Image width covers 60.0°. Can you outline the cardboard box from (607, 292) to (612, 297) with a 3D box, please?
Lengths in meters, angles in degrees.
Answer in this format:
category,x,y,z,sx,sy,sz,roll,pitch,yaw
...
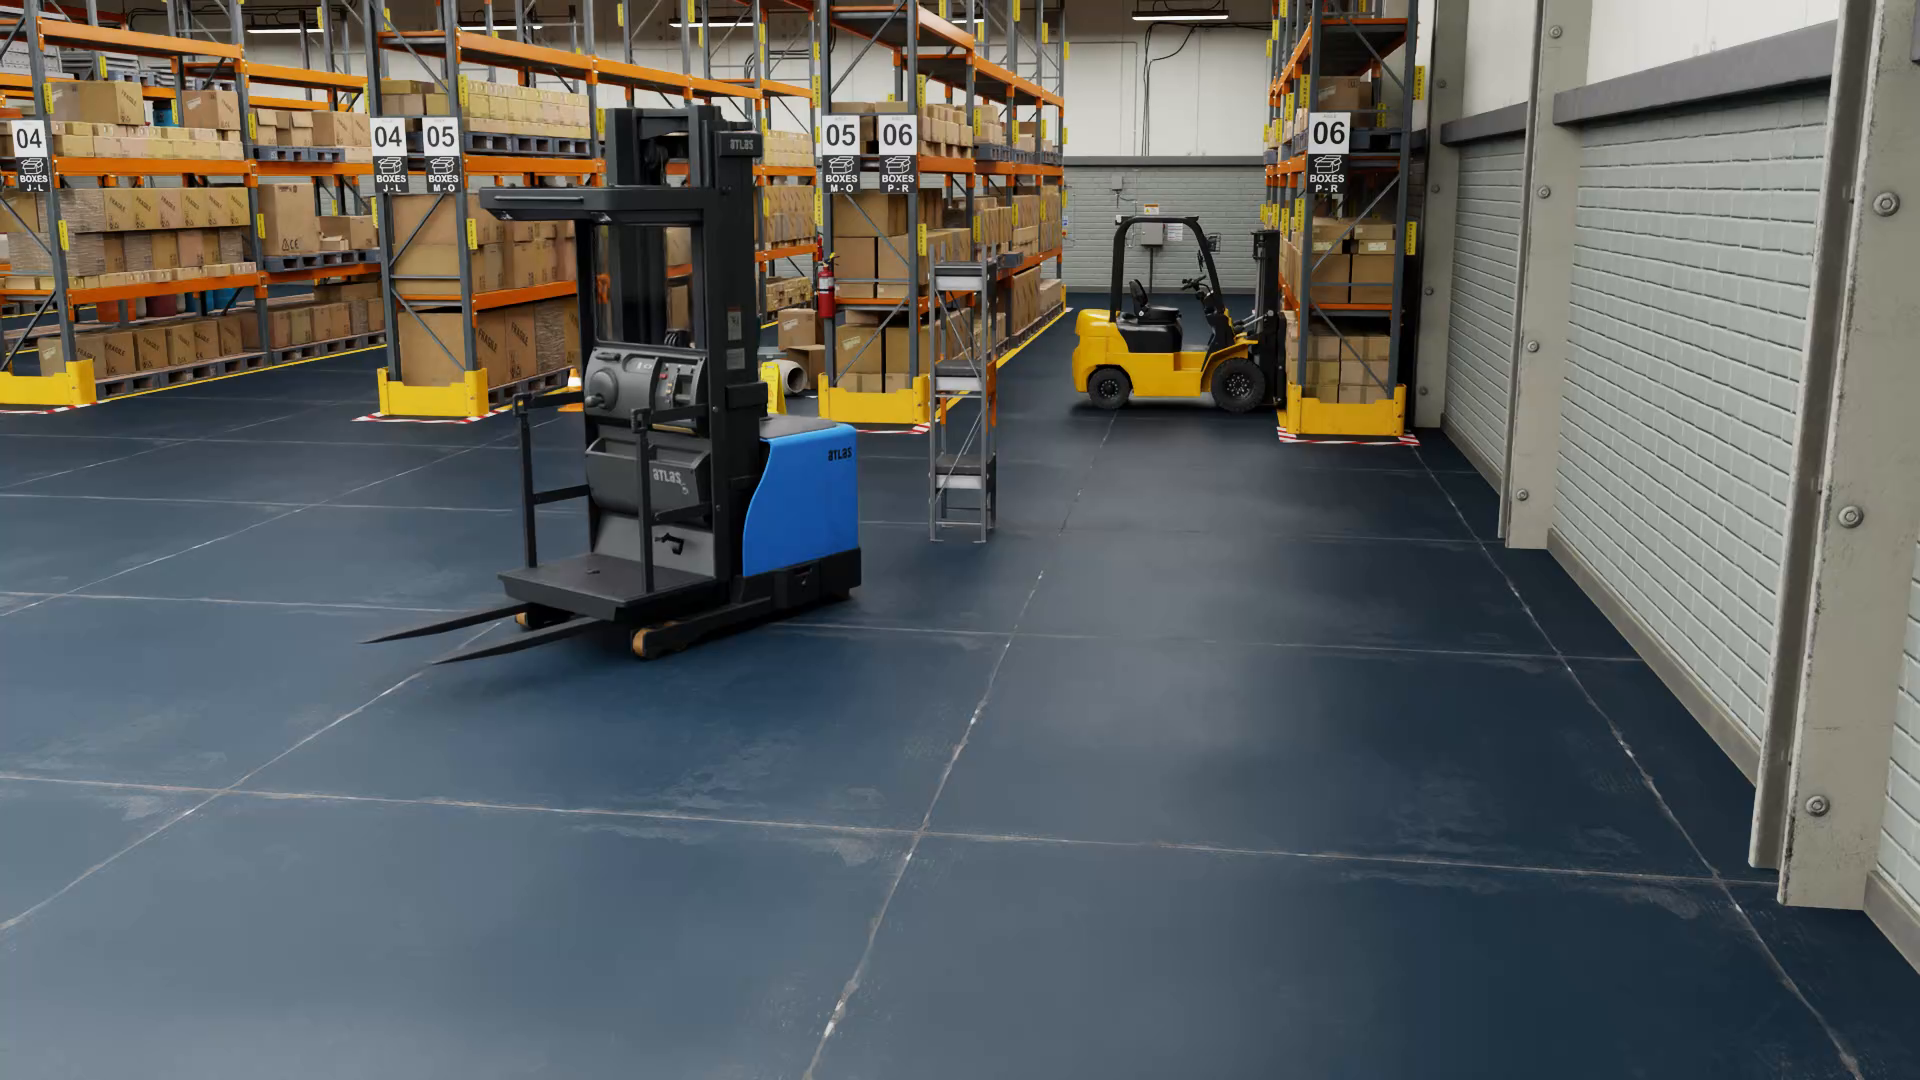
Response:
category,x,y,z,sx,sy,sz,roll,pitch,yaw
cardboard box,-5.072,-3.151,23.838,1.050,0.750,0.750,2,12,9

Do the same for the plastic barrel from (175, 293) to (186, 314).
category,x,y,z,sx,sy,sz,roll,pitch,yaw
plastic barrel,-14.165,-4.335,29.896,0.421,0.512,0.421,0,12,0

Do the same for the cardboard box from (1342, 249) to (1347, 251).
category,x,y,z,sx,sy,sz,roll,pitch,yaw
cardboard box,4.448,-2.938,18.268,0.500,0.500,0.500,2,12,8

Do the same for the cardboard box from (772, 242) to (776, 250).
category,x,y,z,sx,sy,sz,roll,pitch,yaw
cardboard box,-3.631,-5.473,30.867,0.380,0.149,0.250,1,12,6

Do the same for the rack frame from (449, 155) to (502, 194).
category,x,y,z,sx,sy,sz,roll,pitch,yaw
rack frame,-8.886,-5.560,30.672,1.000,3.000,0.127,2,12,9

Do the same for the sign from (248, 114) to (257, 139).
category,x,y,z,sx,sy,sz,roll,pitch,yaw
sign,-9.579,-5.598,22.500,0.100,0.325,0.005,2,12,9

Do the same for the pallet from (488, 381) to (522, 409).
category,x,y,z,sx,sy,sz,roll,pitch,yaw
pallet,-5.800,-1.686,19.315,1.003,0.211,1.213,2,12,9

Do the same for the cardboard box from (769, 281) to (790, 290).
category,x,y,z,sx,sy,sz,roll,pitch,yaw
cardboard box,-3.477,-4.870,31.829,0.380,0.149,0.250,2,12,9

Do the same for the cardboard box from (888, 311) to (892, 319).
category,x,y,z,sx,sy,sz,roll,pitch,yaw
cardboard box,-1.000,-2.646,19.363,0.380,0.149,0.250,2,12,11

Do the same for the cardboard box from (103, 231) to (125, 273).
category,x,y,z,sx,sy,sz,roll,pitch,yaw
cardboard box,-10.661,-3.478,20.067,0.875,0.500,0.500,2,12,9

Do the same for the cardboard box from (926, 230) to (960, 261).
category,x,y,z,sx,sy,sz,roll,pitch,yaw
cardboard box,-0.295,-3.452,19.946,0.500,0.500,0.500,2,12,10

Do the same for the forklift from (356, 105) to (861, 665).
category,x,y,z,sx,sy,sz,roll,pitch,yaw
forklift,-1.913,-0.906,9.242,1.130,2.935,3.031,9,15,37

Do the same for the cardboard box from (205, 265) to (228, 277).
category,x,y,z,sx,sy,sz,roll,pitch,yaw
cardboard box,-9.933,-3.560,21.988,0.380,0.149,0.250,2,12,9

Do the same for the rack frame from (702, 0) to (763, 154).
category,x,y,z,sx,sy,sz,roll,pitch,yaw
rack frame,-4.001,-8.311,29.197,1.000,3.000,0.127,2,12,9

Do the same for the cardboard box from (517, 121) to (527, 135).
category,x,y,z,sx,sy,sz,roll,pitch,yaw
cardboard box,-5.283,-4.801,19.395,0.380,0.149,0.250,2,12,8

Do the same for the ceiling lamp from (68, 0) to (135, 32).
category,x,y,z,sx,sy,sz,roll,pitch,yaw
ceiling lamp,-20.046,-13.137,37.736,2.000,3.185,0.800,2,12,9

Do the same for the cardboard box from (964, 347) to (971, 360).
category,x,y,z,sx,sy,sz,roll,pitch,yaw
cardboard box,-0.150,-2.303,21.089,0.500,0.250,0.500,2,12,11

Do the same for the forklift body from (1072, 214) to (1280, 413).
category,x,y,z,sx,sy,sz,roll,pitch,yaw
forklift body,2.455,-2.620,19.044,2.313,2.155,1.214,2,12,9

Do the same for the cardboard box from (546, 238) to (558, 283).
category,x,y,z,sx,sy,sz,roll,pitch,yaw
cardboard box,-5.537,-3.485,20.689,0.875,0.550,0.550,2,12,9

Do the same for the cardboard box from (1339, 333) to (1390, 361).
category,x,y,z,sx,sy,sz,roll,pitch,yaw
cardboard box,4.227,-2.025,17.424,0.500,0.250,0.500,2,12,8

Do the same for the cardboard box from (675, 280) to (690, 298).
category,x,y,z,sx,sy,sz,roll,pitch,yaw
cardboard box,-4.270,-4.031,26.735,0.500,0.250,0.500,1,12,6

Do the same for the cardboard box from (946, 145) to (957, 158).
category,x,y,z,sx,sy,sz,roll,pitch,yaw
cardboard box,-0.244,-4.628,19.822,0.380,0.149,0.250,2,12,10

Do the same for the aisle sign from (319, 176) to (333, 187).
category,x,y,z,sx,sy,sz,roll,pitch,yaw
aisle sign,-13.447,-7.848,35.121,0.394,0.787,0.004,2,12,9

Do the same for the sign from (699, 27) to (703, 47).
category,x,y,z,sx,sy,sz,roll,pitch,yaw
sign,-4.534,-8.827,29.189,0.100,0.325,0.005,2,12,9

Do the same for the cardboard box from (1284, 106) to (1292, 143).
category,x,y,z,sx,sy,sz,roll,pitch,yaw
cardboard box,4.865,-5.764,23.029,0.700,0.500,0.500,2,12,8

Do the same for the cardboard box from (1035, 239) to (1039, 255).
category,x,y,z,sx,sy,sz,roll,pitch,yaw
cardboard box,1.086,-5.064,28.727,0.500,0.250,0.500,2,12,7

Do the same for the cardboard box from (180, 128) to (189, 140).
category,x,y,z,sx,sy,sz,roll,pitch,yaw
cardboard box,-10.095,-5.188,21.237,0.380,0.149,0.250,2,12,11

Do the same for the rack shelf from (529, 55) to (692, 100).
category,x,y,z,sx,sy,sz,roll,pitch,yaw
rack shelf,-4.923,-6.515,23.519,1.077,0.370,4.000,2,12,9

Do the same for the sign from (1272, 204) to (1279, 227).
category,x,y,z,sx,sy,sz,roll,pitch,yaw
sign,4.658,-4.789,24.534,0.100,0.325,0.005,2,12,9

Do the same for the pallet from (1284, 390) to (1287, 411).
category,x,y,z,sx,sy,sz,roll,pitch,yaw
pallet,4.232,-1.631,19.062,1.003,0.211,1.213,2,12,9

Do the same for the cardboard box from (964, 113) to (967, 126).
category,x,y,z,sx,sy,sz,roll,pitch,yaw
cardboard box,-0.121,-5.177,20.479,0.380,0.149,0.250,2,12,7

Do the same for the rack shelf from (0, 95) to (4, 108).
category,x,y,z,sx,sy,sz,roll,pitch,yaw
rack shelf,-18.981,-7.851,29.719,1.077,0.370,4.000,2,12,9

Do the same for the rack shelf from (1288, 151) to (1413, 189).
category,x,y,z,sx,sy,sz,roll,pitch,yaw
rack shelf,4.273,-4.112,18.540,1.077,0.370,4.000,2,12,9

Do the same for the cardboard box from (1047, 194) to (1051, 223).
category,x,y,z,sx,sy,sz,roll,pitch,yaw
cardboard box,1.392,-6.079,30.470,0.500,0.500,0.500,2,12,10

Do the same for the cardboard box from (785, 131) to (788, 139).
category,x,y,z,sx,sy,sz,roll,pitch,yaw
cardboard box,-3.440,-7.590,31.195,0.380,0.149,0.250,2,12,7

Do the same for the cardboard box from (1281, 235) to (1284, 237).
category,x,y,z,sx,sy,sz,roll,pitch,yaw
cardboard box,4.546,-4.182,22.503,0.380,0.149,0.250,2,12,7

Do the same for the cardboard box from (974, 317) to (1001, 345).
category,x,y,z,sx,sy,sz,roll,pitch,yaw
cardboard box,0.089,-3.056,24.293,0.950,0.372,0.625,2,12,8

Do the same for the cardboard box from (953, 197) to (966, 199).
category,x,y,z,sx,sy,sz,roll,pitch,yaw
cardboard box,0.112,-5.060,25.741,0.500,0.500,0.500,2,12,7

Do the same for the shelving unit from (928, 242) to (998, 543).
category,x,y,z,sx,sy,sz,roll,pitch,yaw
shelving unit,0.025,-1.061,11.932,0.431,2.100,0.503,2,12,9

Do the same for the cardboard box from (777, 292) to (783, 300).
category,x,y,z,sx,sy,sz,roll,pitch,yaw
cardboard box,-3.567,-4.620,31.377,0.380,0.149,0.250,2,12,11

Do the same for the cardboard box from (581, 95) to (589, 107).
category,x,y,z,sx,sy,sz,roll,pitch,yaw
cardboard box,-4.972,-5.614,21.272,0.380,0.149,0.250,2,12,8

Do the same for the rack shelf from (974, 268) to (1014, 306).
category,x,y,z,sx,sy,sz,roll,pitch,yaw
rack shelf,-0.017,-3.638,23.462,1.077,0.370,4.000,2,12,9

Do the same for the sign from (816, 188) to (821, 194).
category,x,y,z,sx,sy,sz,roll,pitch,yaw
sign,-2.840,-6.909,33.434,0.100,0.325,0.005,2,12,9

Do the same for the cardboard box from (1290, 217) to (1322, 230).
category,x,y,z,sx,sy,sz,roll,pitch,yaw
cardboard box,4.239,-3.868,20.338,0.380,0.149,0.250,2,12,10

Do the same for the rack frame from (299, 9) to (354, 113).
category,x,y,z,sx,sy,sz,roll,pitch,yaw
rack frame,-13.165,-9.486,34.648,1.000,3.000,0.127,2,12,9

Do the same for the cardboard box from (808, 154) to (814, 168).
category,x,y,z,sx,sy,sz,roll,pitch,yaw
cardboard box,-3.194,-7.501,32.913,0.500,0.250,0.500,2,12,7

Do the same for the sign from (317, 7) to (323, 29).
category,x,y,z,sx,sy,sz,roll,pitch,yaw
sign,-10.050,-8.211,26.141,0.100,0.325,0.005,2,12,9

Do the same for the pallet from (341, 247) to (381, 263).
category,x,y,z,sx,sy,sz,roll,pitch,yaw
pallet,-9.506,-4.482,26.124,1.213,0.211,1.003,2,12,9

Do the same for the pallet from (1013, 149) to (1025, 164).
category,x,y,z,sx,sy,sz,roll,pitch,yaw
pallet,0.338,-5.916,25.652,1.213,0.211,1.003,2,12,11

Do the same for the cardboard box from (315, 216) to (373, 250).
category,x,y,z,sx,sy,sz,roll,pitch,yaw
cardboard box,-9.532,-4.748,25.672,0.700,0.500,0.500,4,13,17

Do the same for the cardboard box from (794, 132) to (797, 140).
category,x,y,z,sx,sy,sz,roll,pitch,yaw
cardboard box,-3.352,-7.753,31.953,0.380,0.149,0.250,2,12,7

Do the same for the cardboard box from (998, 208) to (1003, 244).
category,x,y,z,sx,sy,sz,roll,pitch,yaw
cardboard box,0.351,-4.489,23.763,0.500,0.500,0.500,1,12,5

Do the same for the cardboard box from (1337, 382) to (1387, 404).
category,x,y,z,sx,sy,sz,roll,pitch,yaw
cardboard box,4.235,-1.538,17.539,0.500,0.250,0.500,2,12,9
